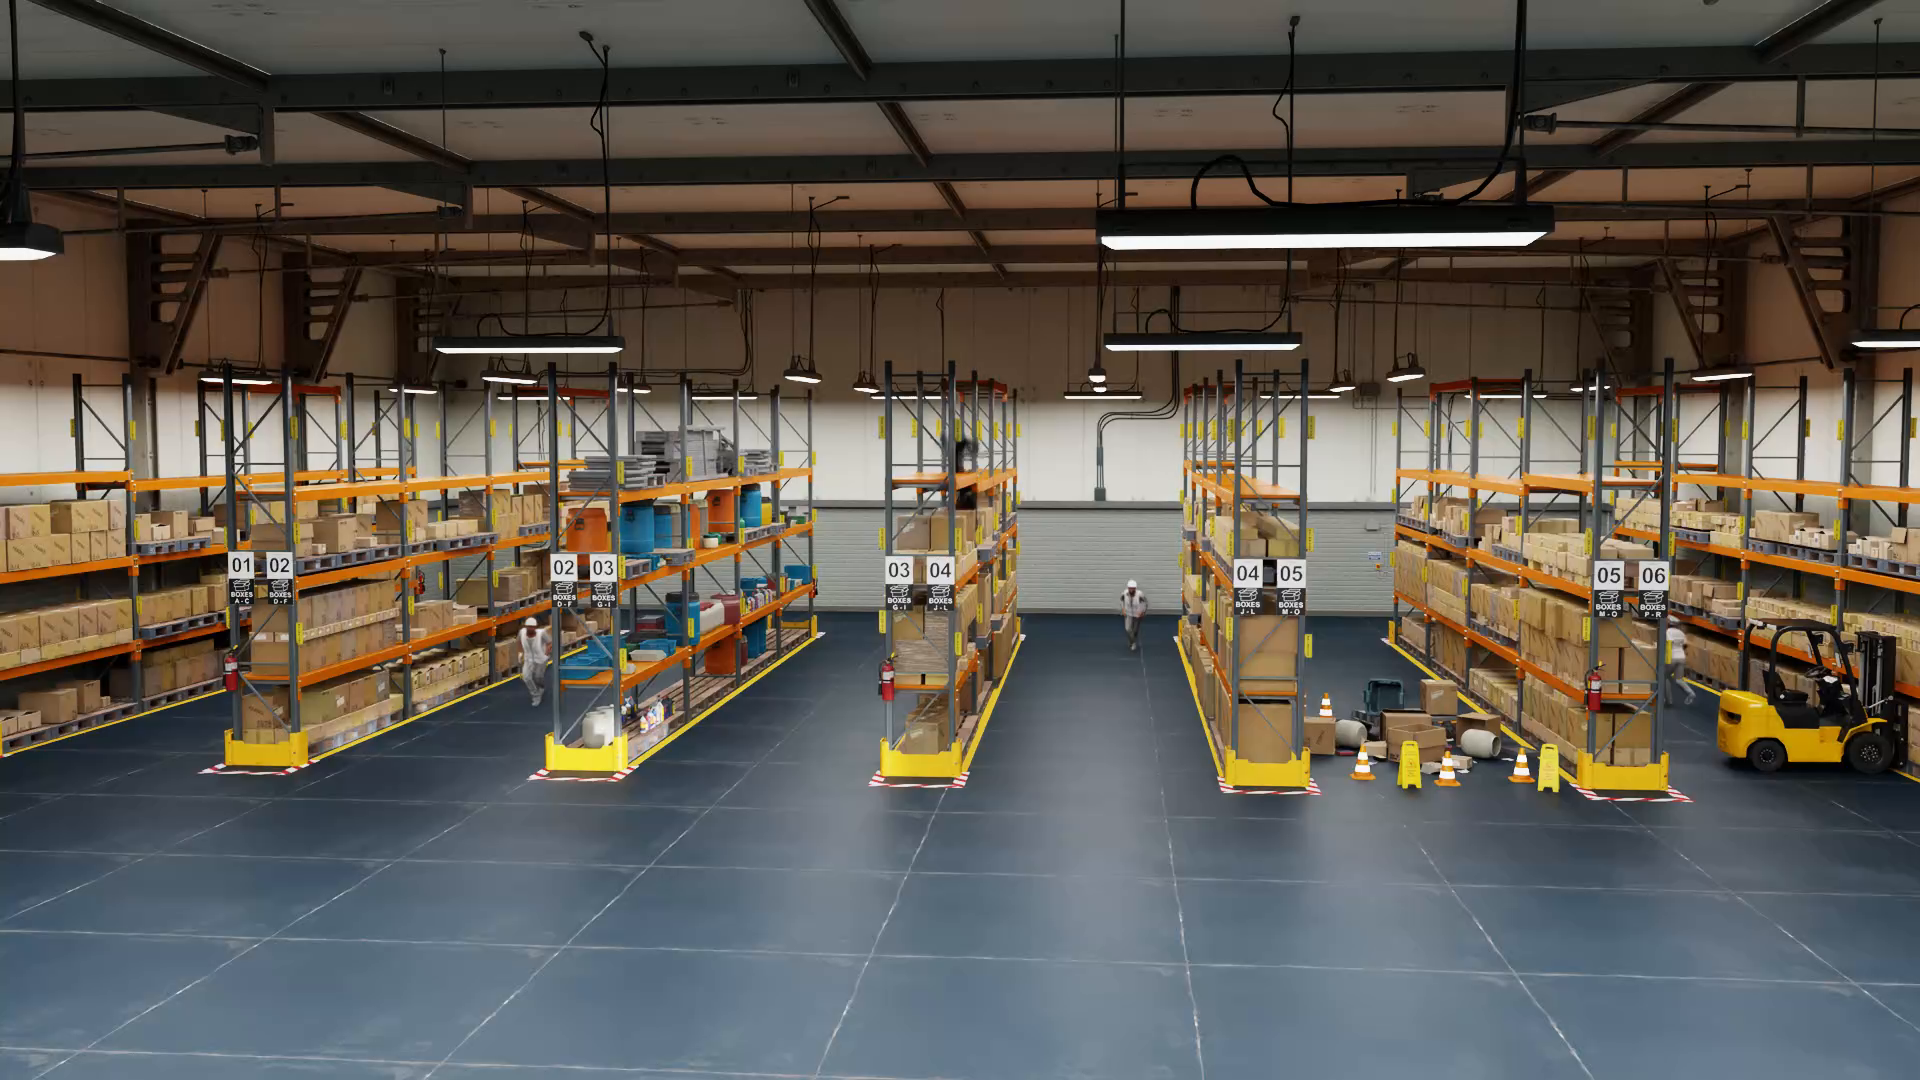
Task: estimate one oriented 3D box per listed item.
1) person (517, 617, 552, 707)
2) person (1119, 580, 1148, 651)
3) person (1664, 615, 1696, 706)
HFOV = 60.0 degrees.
[{"bbox_3d":[-7.752,2.202,30.467,0.660,1.656,1.062,0,4,2],"label":"person"},{"bbox_3d":[3.988,1.701,38.103,0.669,1.638,1.041,1,4,13],"label":"person"},{"bbox_3d":[13.031,2.204,30.185,0.569,1.650,0.801,-1,4,-15],"label":"person"}]
